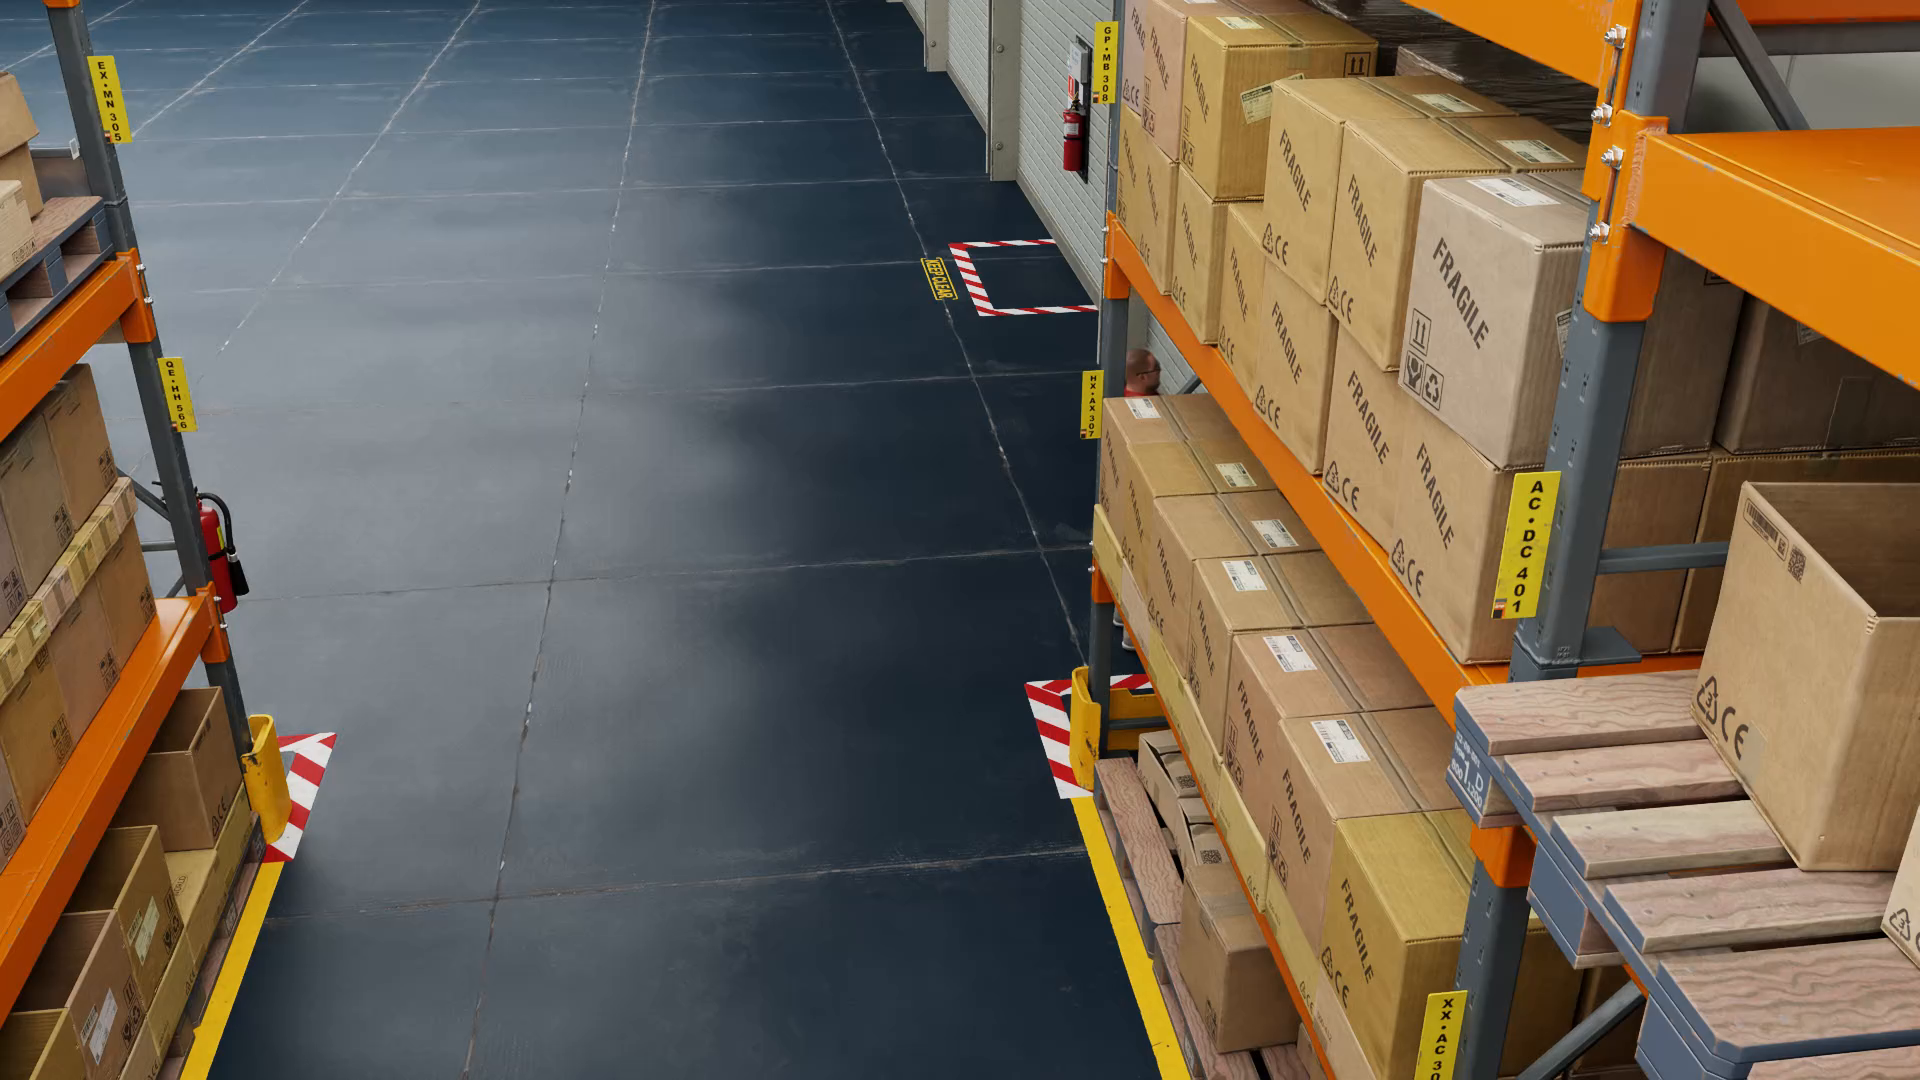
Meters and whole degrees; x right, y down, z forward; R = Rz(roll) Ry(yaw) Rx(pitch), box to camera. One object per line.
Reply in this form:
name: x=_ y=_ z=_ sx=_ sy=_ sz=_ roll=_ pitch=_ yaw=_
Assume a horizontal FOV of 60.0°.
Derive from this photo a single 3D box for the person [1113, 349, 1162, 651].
person: x=1.093 y=-0.238 z=9.112 sx=0.530 sy=1.715 sz=0.495 roll=-4 pitch=27 yaw=-7
